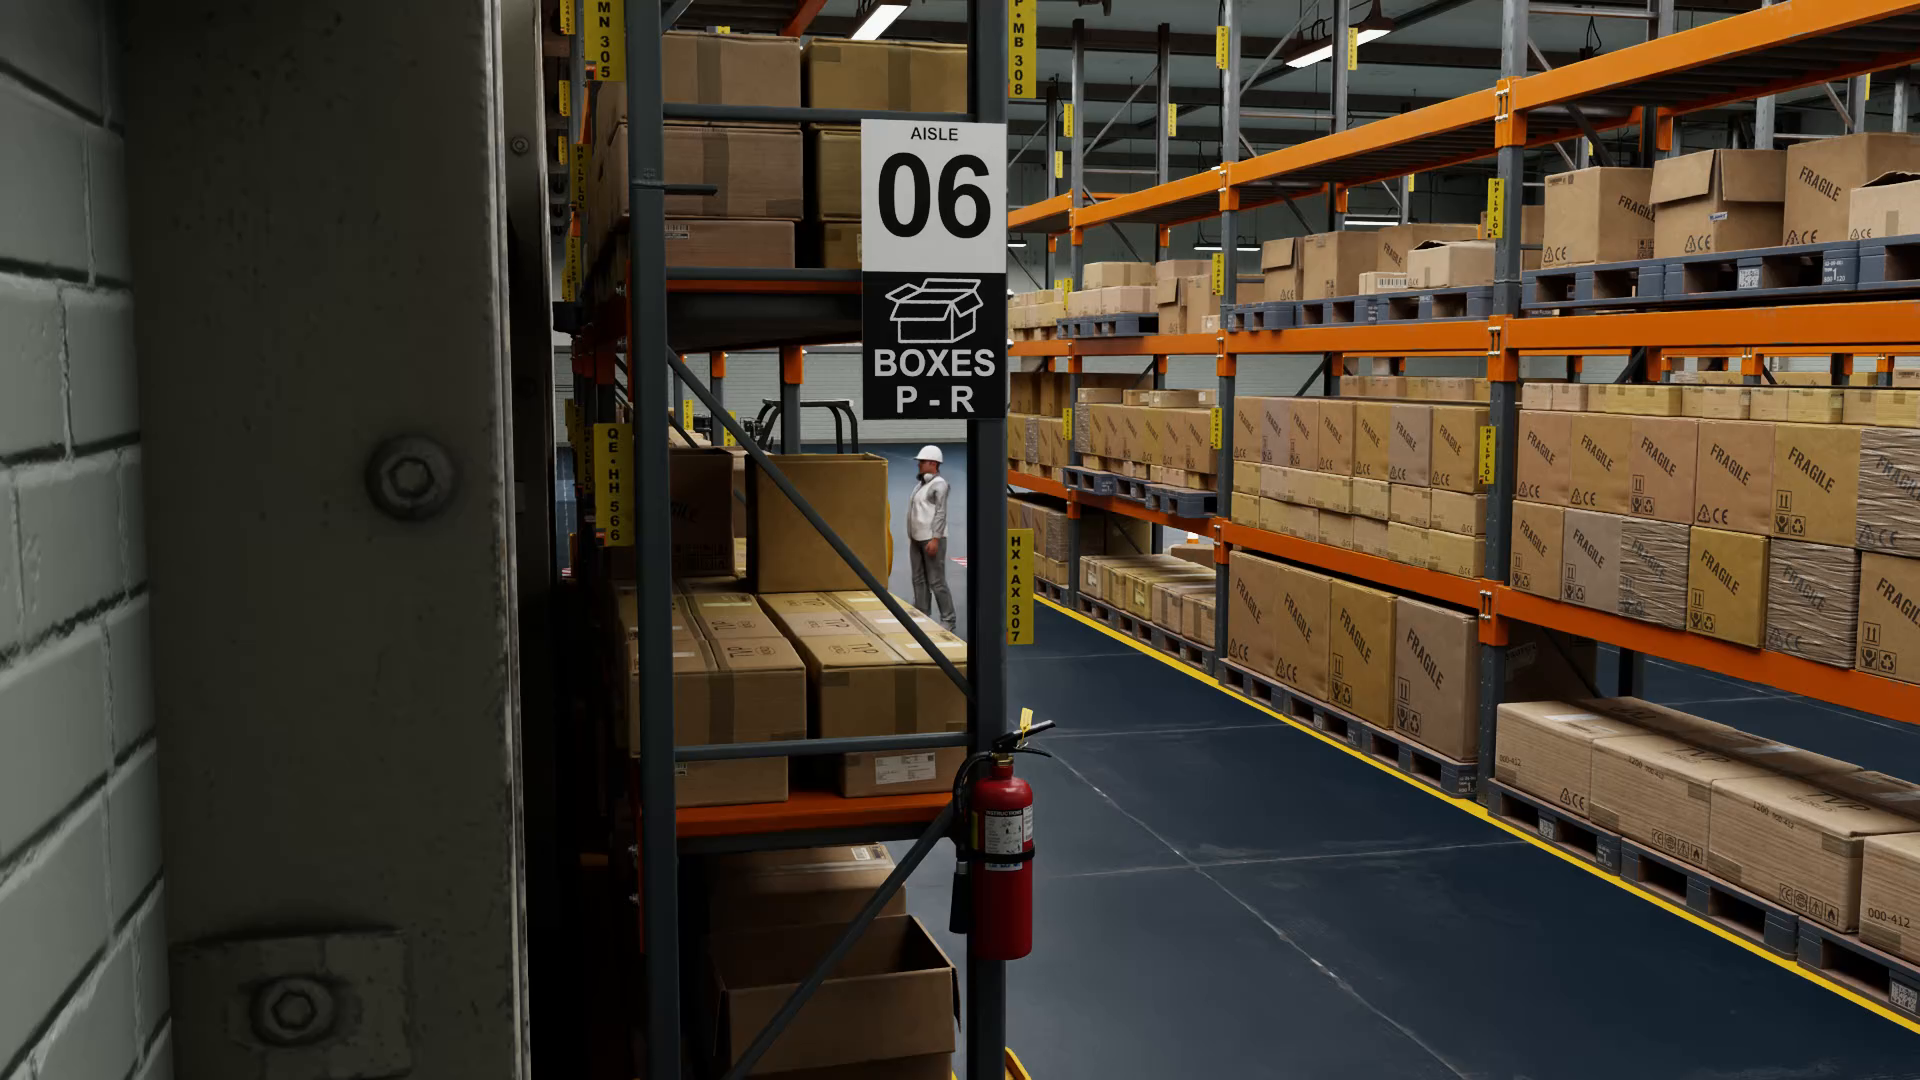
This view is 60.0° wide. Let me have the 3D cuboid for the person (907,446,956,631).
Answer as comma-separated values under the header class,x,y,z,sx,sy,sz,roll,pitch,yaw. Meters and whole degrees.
class,x,y,z,sx,sy,sz,roll,pitch,yaw
person,-0.303,-0.008,15.839,0.505,1.776,0.555,-3,7,-27
